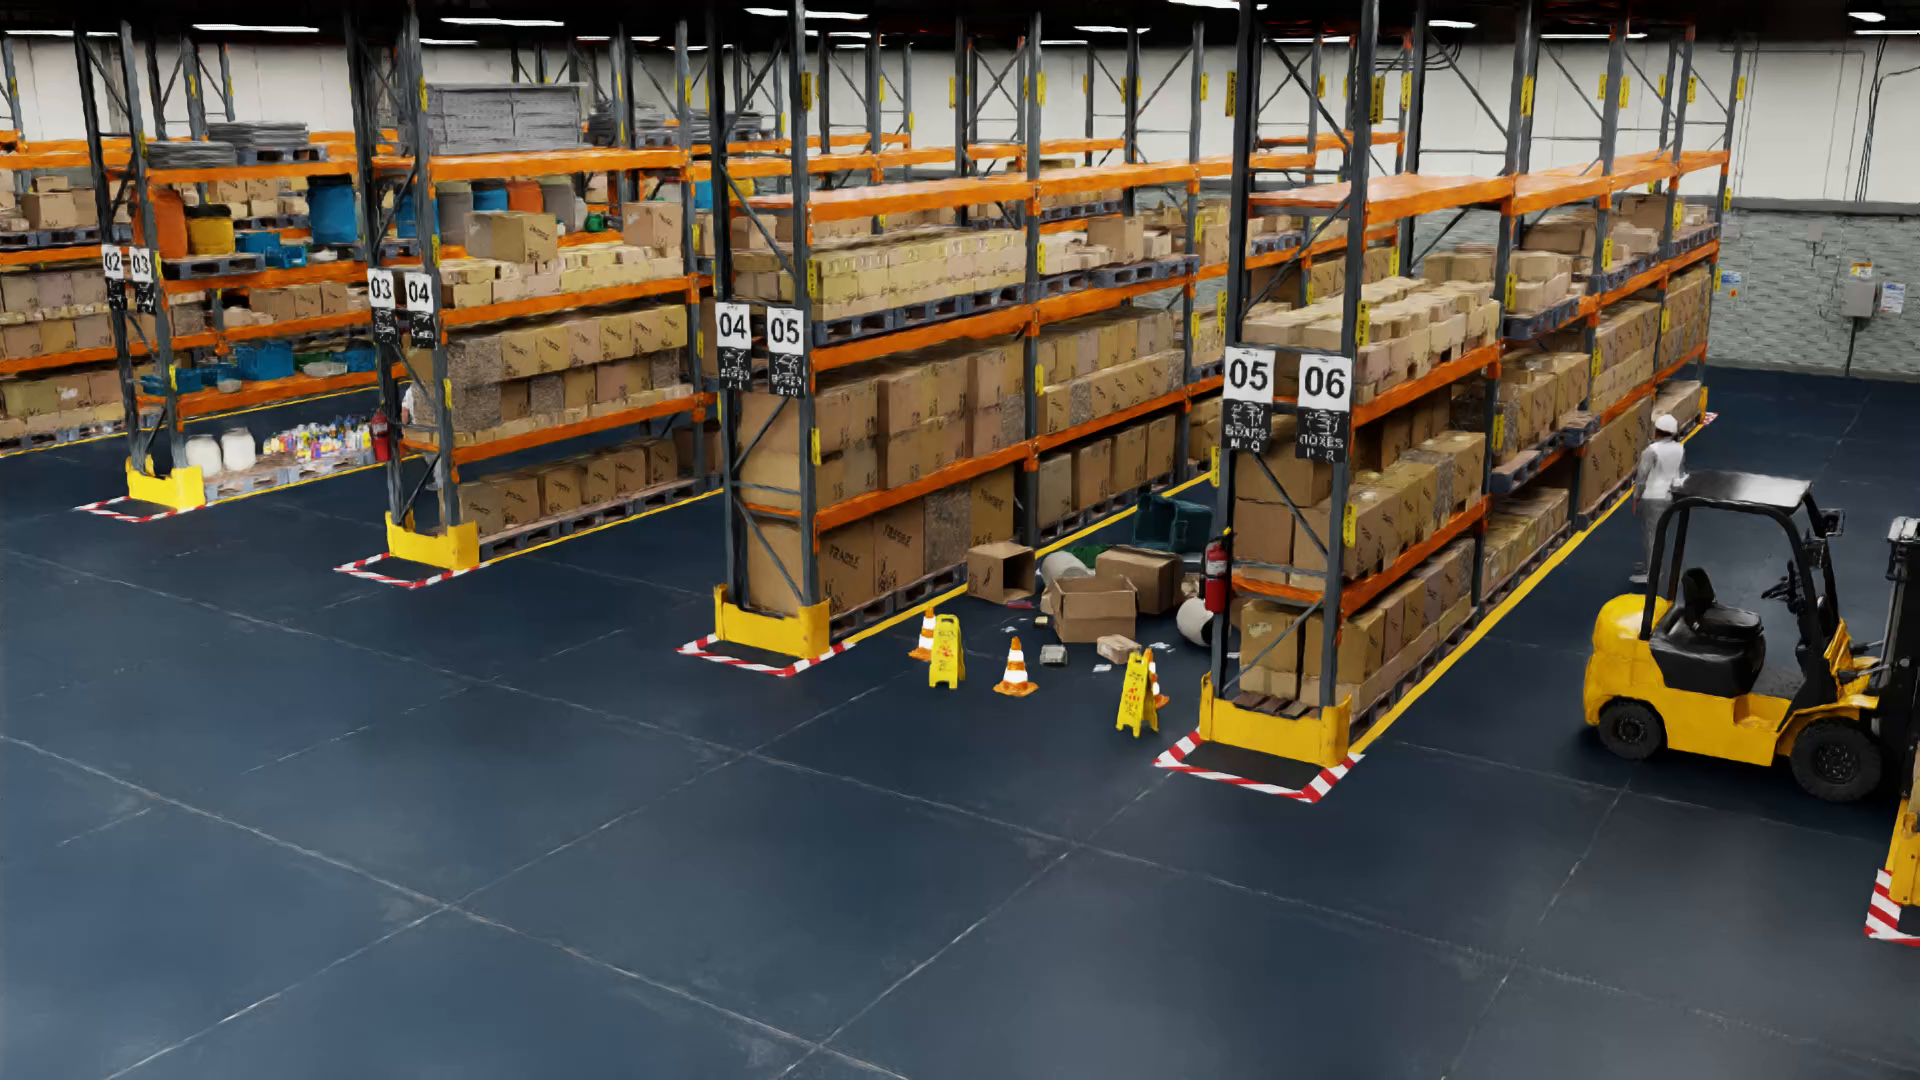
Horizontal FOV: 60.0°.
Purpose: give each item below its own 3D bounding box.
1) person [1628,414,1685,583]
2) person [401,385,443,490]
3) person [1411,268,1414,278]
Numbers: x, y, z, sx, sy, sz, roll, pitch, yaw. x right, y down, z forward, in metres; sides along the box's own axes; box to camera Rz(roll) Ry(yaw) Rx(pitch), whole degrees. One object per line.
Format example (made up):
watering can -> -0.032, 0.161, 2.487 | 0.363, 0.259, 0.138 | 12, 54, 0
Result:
person -> 7.334, -0.463, 17.525 | 0.626, 1.768, 0.575 | -7, 17, -24
person -> -6.663, -1.389, 21.031 | 0.700, 1.686, 0.863 | 4, 16, 15
person -> 8.539, -4.343, 31.593 | 0.950, 1.746, 0.589 | -14, 20, -40
